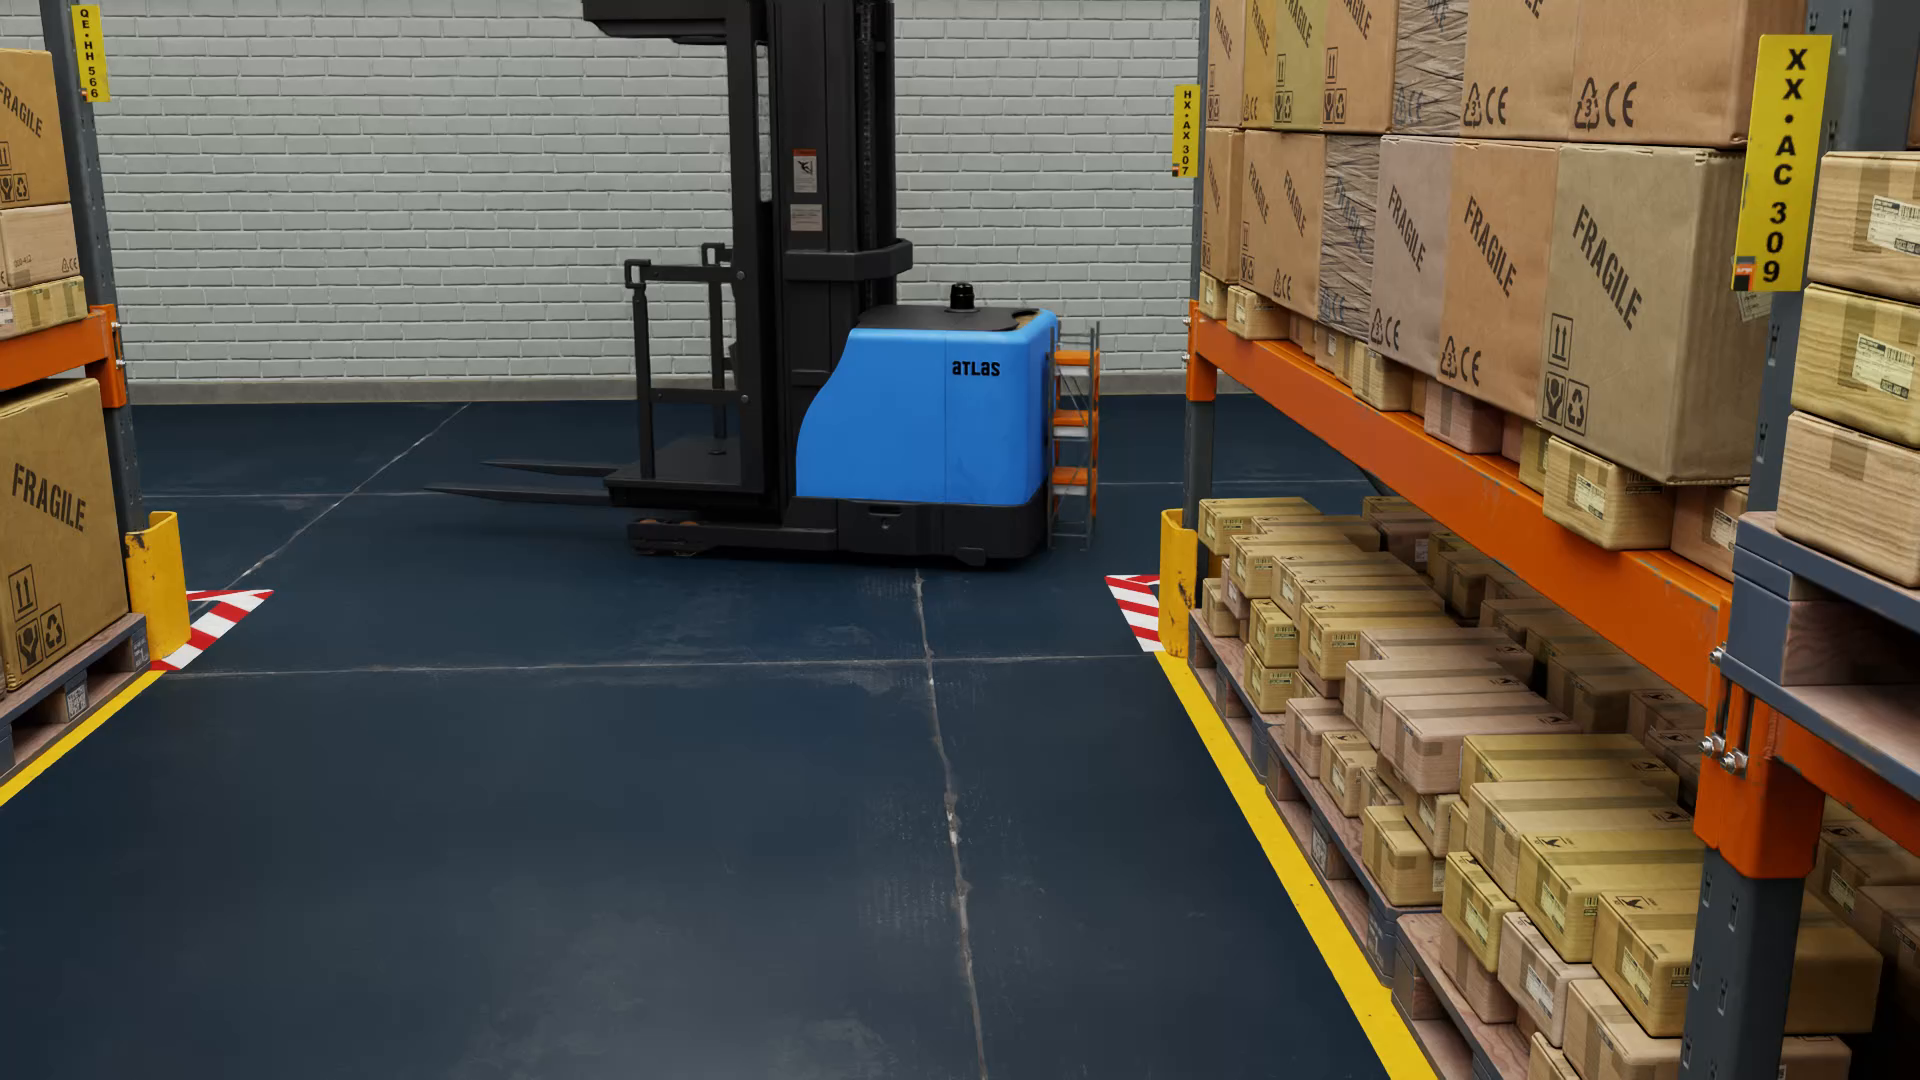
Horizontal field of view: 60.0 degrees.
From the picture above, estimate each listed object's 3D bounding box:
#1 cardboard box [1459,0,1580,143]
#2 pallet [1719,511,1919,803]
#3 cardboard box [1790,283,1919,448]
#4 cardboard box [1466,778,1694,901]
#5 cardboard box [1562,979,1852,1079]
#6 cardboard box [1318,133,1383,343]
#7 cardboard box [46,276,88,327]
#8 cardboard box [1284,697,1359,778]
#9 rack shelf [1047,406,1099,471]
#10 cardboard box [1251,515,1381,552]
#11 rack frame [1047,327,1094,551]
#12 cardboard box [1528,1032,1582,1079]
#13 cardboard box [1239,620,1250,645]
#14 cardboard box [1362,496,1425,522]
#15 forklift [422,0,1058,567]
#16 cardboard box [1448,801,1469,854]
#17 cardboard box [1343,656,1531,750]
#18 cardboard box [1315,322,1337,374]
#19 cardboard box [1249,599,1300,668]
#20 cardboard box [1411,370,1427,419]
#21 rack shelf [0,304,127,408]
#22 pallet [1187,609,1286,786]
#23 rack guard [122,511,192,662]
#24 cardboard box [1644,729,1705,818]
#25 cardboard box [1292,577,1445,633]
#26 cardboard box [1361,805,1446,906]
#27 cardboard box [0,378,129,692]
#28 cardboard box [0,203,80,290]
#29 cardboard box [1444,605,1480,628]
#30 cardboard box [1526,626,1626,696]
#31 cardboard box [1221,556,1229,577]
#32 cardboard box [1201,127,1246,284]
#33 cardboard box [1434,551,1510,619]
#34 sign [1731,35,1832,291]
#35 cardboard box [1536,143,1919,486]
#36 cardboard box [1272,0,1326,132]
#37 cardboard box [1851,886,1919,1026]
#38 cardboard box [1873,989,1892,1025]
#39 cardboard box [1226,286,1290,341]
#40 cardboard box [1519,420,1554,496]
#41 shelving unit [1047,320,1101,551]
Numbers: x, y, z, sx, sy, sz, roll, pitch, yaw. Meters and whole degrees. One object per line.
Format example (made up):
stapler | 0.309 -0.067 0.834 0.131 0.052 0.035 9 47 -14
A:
cardboard box | 1.277 -0.997 3.078 0.500 0.500 0.500 -1 14 -5
pallet | 1.516 0.206 1.591 1.003 0.211 1.213 -1 14 -3
cardboard box | 1.179 -0.200 1.848 0.380 0.149 0.250 -1 14 -3
cardboard box | 1.254 0.601 3.356 0.380 0.149 0.250 -1 14 -4
cardboard box | 1.277 0.881 2.865 0.380 0.149 0.250 -1 14 -2
cardboard box | 1.232 -0.769 4.198 0.500 0.500 0.500 -1 14 -5
cardboard box | -3.240 -0.817 5.688 0.380 0.149 0.250 -1 14 -2
cardboard box | 1.145 0.555 4.730 0.380 0.149 0.250 -2 15 -6
rack shelf | 0.535 -0.482 7.835 0.215 0.259 0.240 3 15 10
cardboard box | 1.196 0.017 5.623 0.380 0.149 0.250 -1 14 -2
rack frame | 0.512 -0.462 7.716 0.200 1.050 0.008 3 15 10
cardboard box | 1.249 1.006 2.976 0.380 0.149 0.250 -1 14 -3
cardboard box | 1.177 0.302 5.710 0.380 0.149 0.250 -1 14 -4
cardboard box | 1.652 -0.057 5.913 0.380 0.149 0.250 -1 14 -3
forklift | -1.084 -1.465 7.837 3.031 2.935 1.130 3 15 11
cardboard box | 1.296 0.683 3.632 0.380 0.149 0.250 -1 14 -3
cardboard box | 1.178 0.402 4.128 0.380 0.149 0.250 -1 14 -5
cardboard box | 1.211 -0.544 4.626 0.380 0.149 0.250 -1 14 -5
cardboard box | 1.114 0.288 5.171 0.380 0.149 0.250 0 14 -2
cardboard box | 1.280 -0.350 3.873 0.380 0.149 0.250 -1 14 -4
rack shelf | -3.467 -0.177 4.137 1.077 0.370 4.000 -1 14 -3
pallet | 1.386 0.498 5.667 1.003 0.211 1.213 -1 14 -3
rack guard | -3.592 0.182 6.315 1.175 0.500 0.348 -1 14 -3
cardboard box | 1.737 0.525 3.650 0.380 0.149 0.250 -1 14 -5
cardboard box | 1.190 0.212 4.869 0.380 0.149 0.250 0 14 -1
cardboard box | 1.185 0.748 3.976 0.380 0.149 0.250 -1 14 -4
cardboard box | -3.471 -0.039 5.579 0.875 0.875 0.875 -1 14 -3
cardboard box | -3.296 -0.978 5.510 0.500 0.250 0.500 -1 14 -4
cardboard box | 1.631 0.284 5.185 0.380 0.149 0.250 -1 14 -4
cardboard box | 1.728 0.332 4.400 0.380 0.149 0.250 -1 14 -3
cardboard box | 1.142 0.094 5.925 0.380 0.149 0.250 0 14 -1
cardboard box | 1.118 -1.151 5.681 0.500 0.500 0.500 0 14 -1
cardboard box | 1.705 0.134 5.170 0.380 0.149 0.250 -1 15 -6
sign | 1.073 -0.488 2.166 0.100 0.325 0.005 -1 14 -3
cardboard box | 1.302 -0.388 2.715 0.500 0.500 0.500 -1 14 -3
cardboard box | 1.176 -1.380 4.565 0.500 0.500 0.500 -1 14 -5
cardboard box | 1.799 0.721 2.888 0.380 0.149 0.250 0 14 -1
cardboard box | 1.805 0.797 3.189 0.380 0.149 0.250 -1 14 -3
cardboard box | 1.079 -0.736 5.372 0.380 0.149 0.250 -1 14 -5
cardboard box | 1.281 -0.155 3.112 0.380 0.149 0.250 0 14 -1
shelving unit | 0.535 -0.492 7.832 0.215 1.050 0.252 3 15 10
